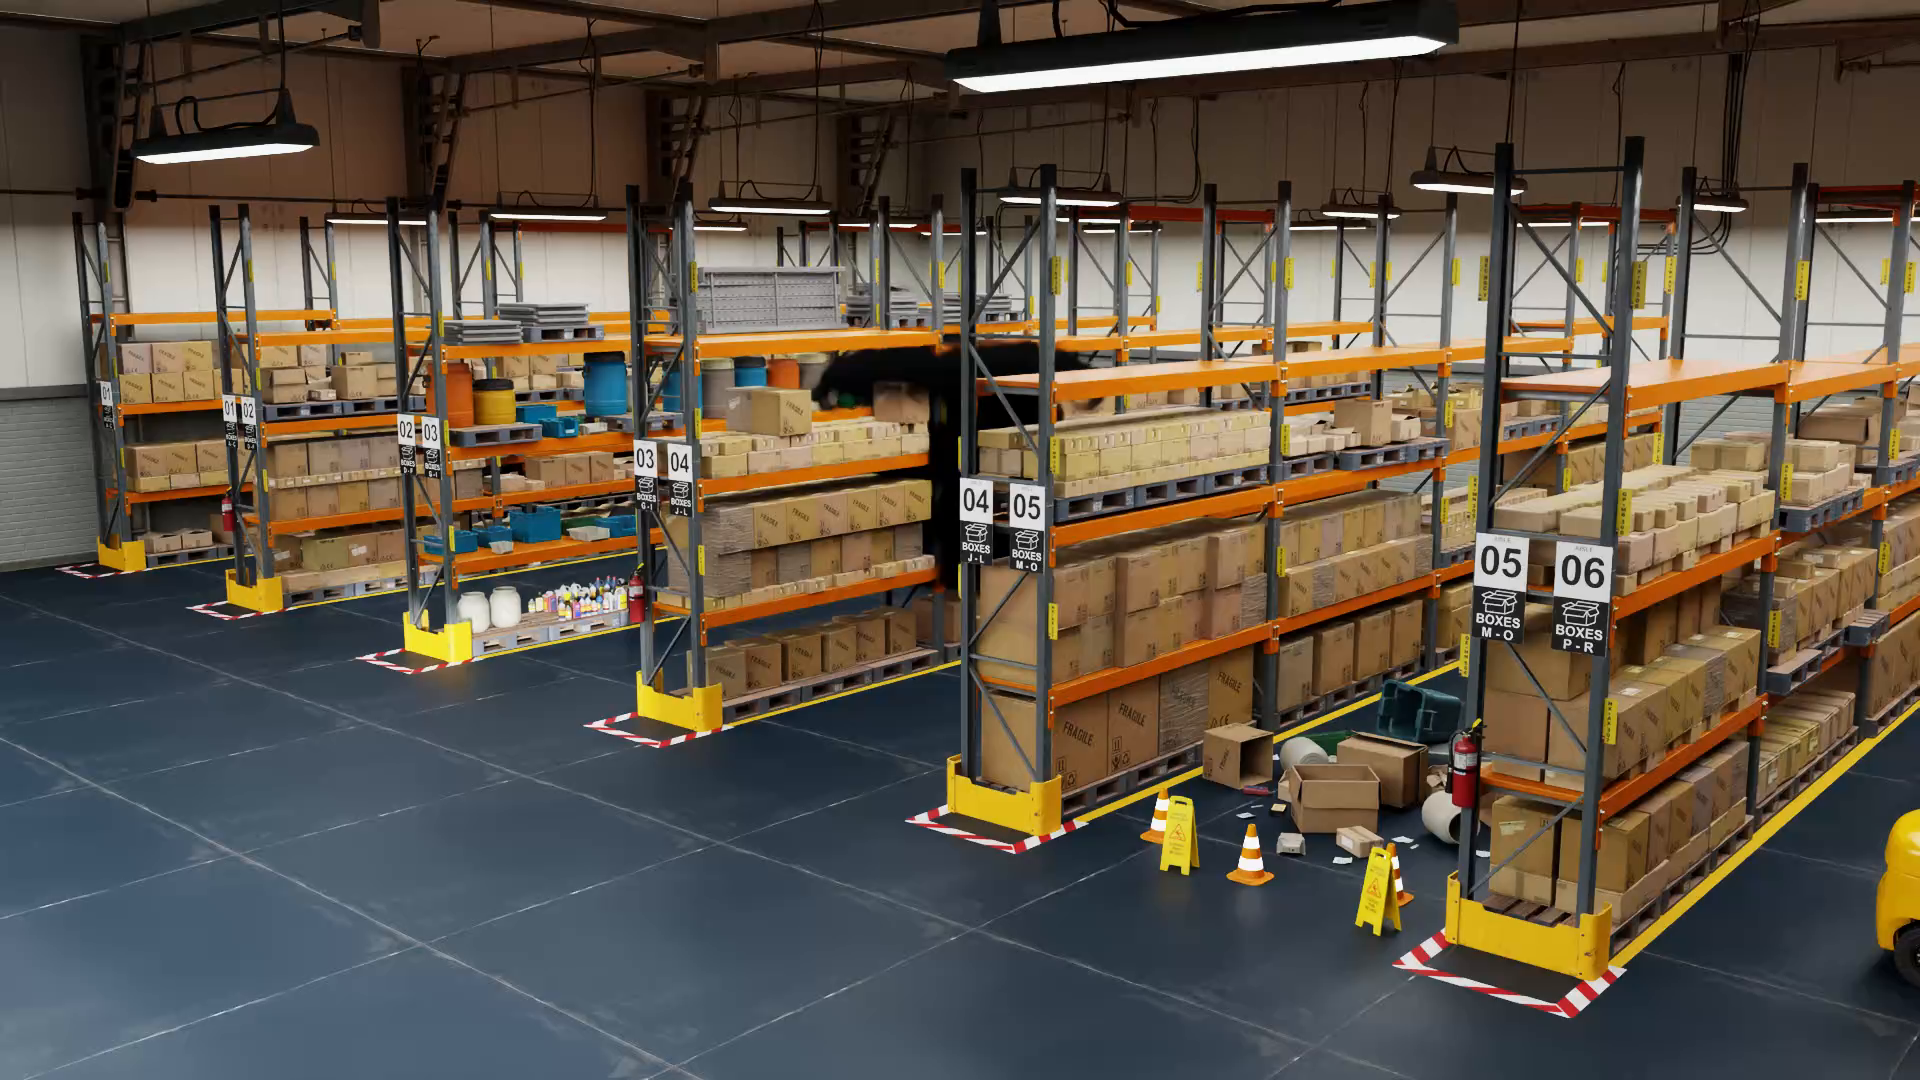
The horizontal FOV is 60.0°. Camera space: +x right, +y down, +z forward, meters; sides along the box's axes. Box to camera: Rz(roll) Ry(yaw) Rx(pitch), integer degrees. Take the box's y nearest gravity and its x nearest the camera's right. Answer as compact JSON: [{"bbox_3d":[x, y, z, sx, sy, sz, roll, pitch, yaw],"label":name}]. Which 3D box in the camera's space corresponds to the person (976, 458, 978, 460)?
[{"bbox_3d":[0.338,-1.534,35.067,0.642,1.766,0.776,8,12,40],"label":"person"}]
